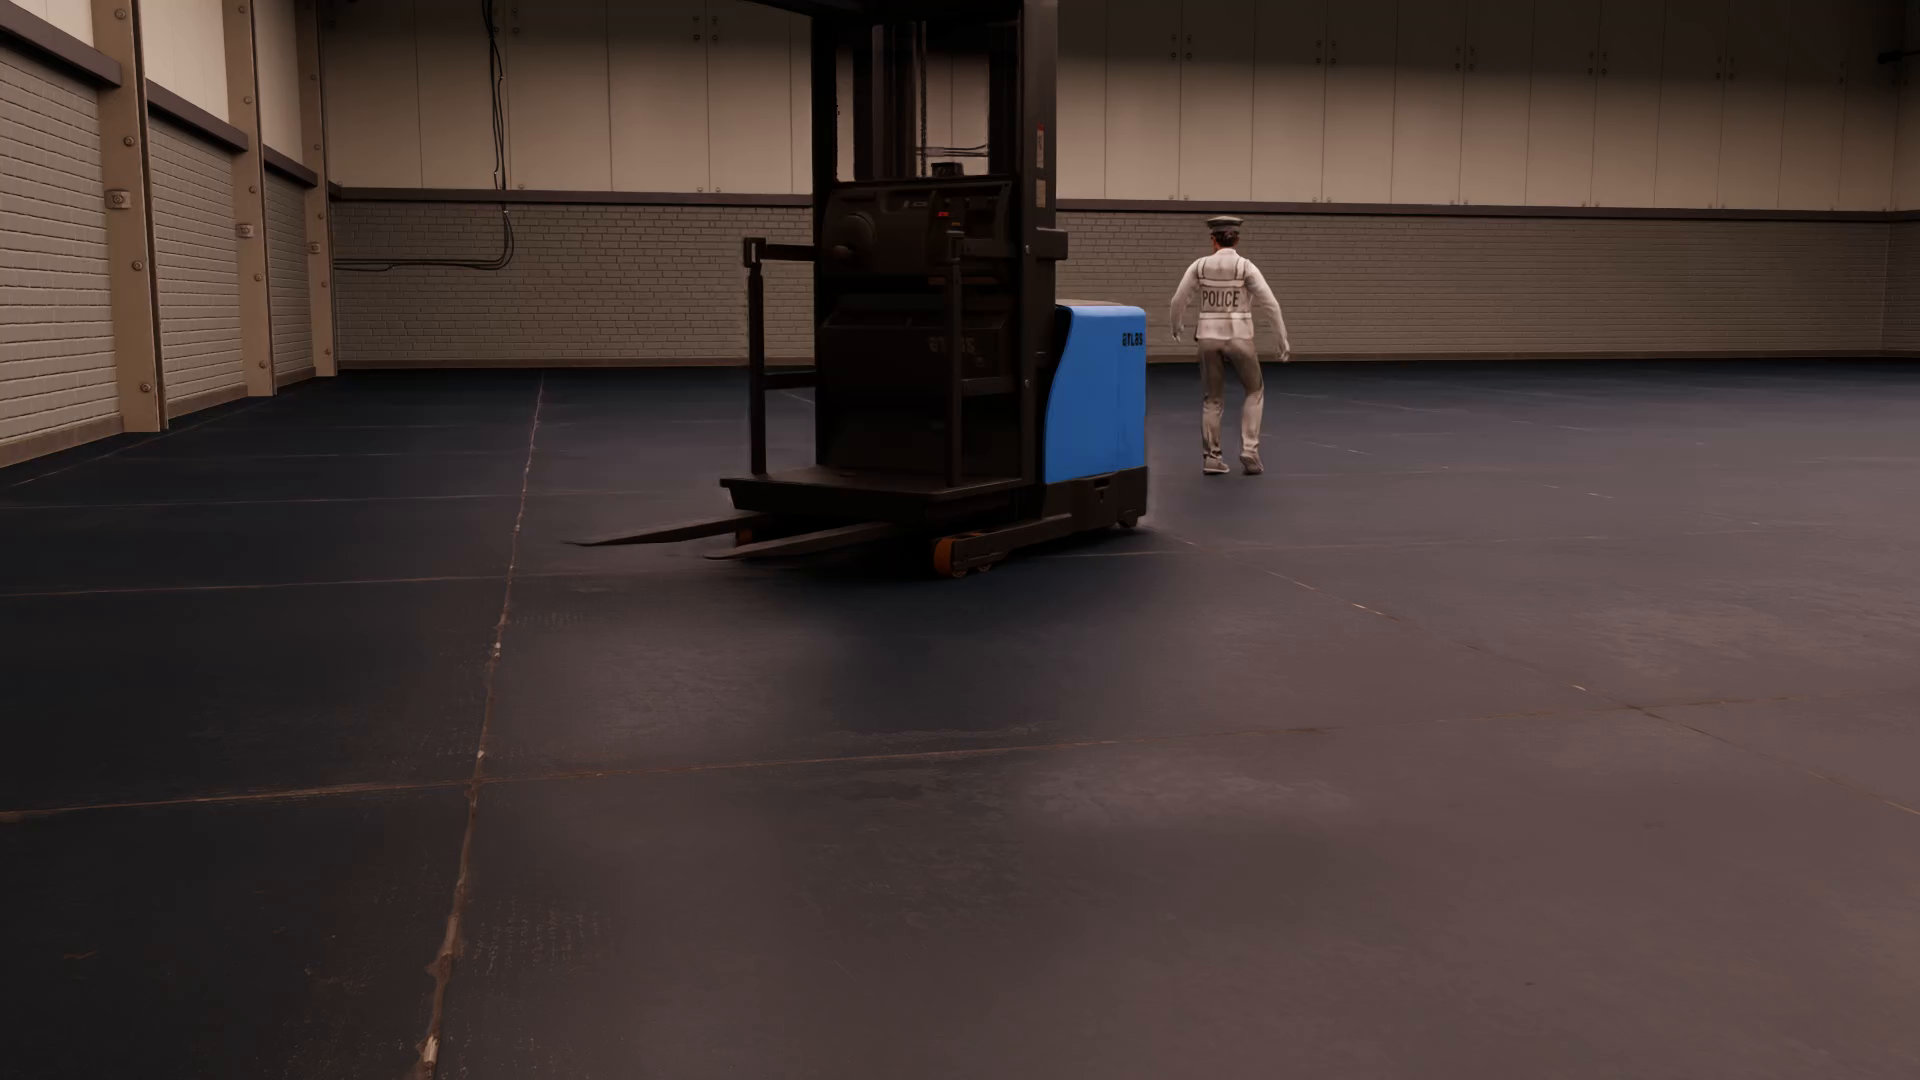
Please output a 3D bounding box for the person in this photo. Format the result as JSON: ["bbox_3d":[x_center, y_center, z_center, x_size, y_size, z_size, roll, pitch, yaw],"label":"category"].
[{"bbox_3d":[1.711,-1.233,10.745,0.823,1.683,0.441,4,9,27],"label":"person"}]

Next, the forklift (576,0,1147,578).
[{"bbox_3d":[-0.304,-1.371,6.932,1.130,2.935,3.031,5,9,32],"label":"forklift"}]
